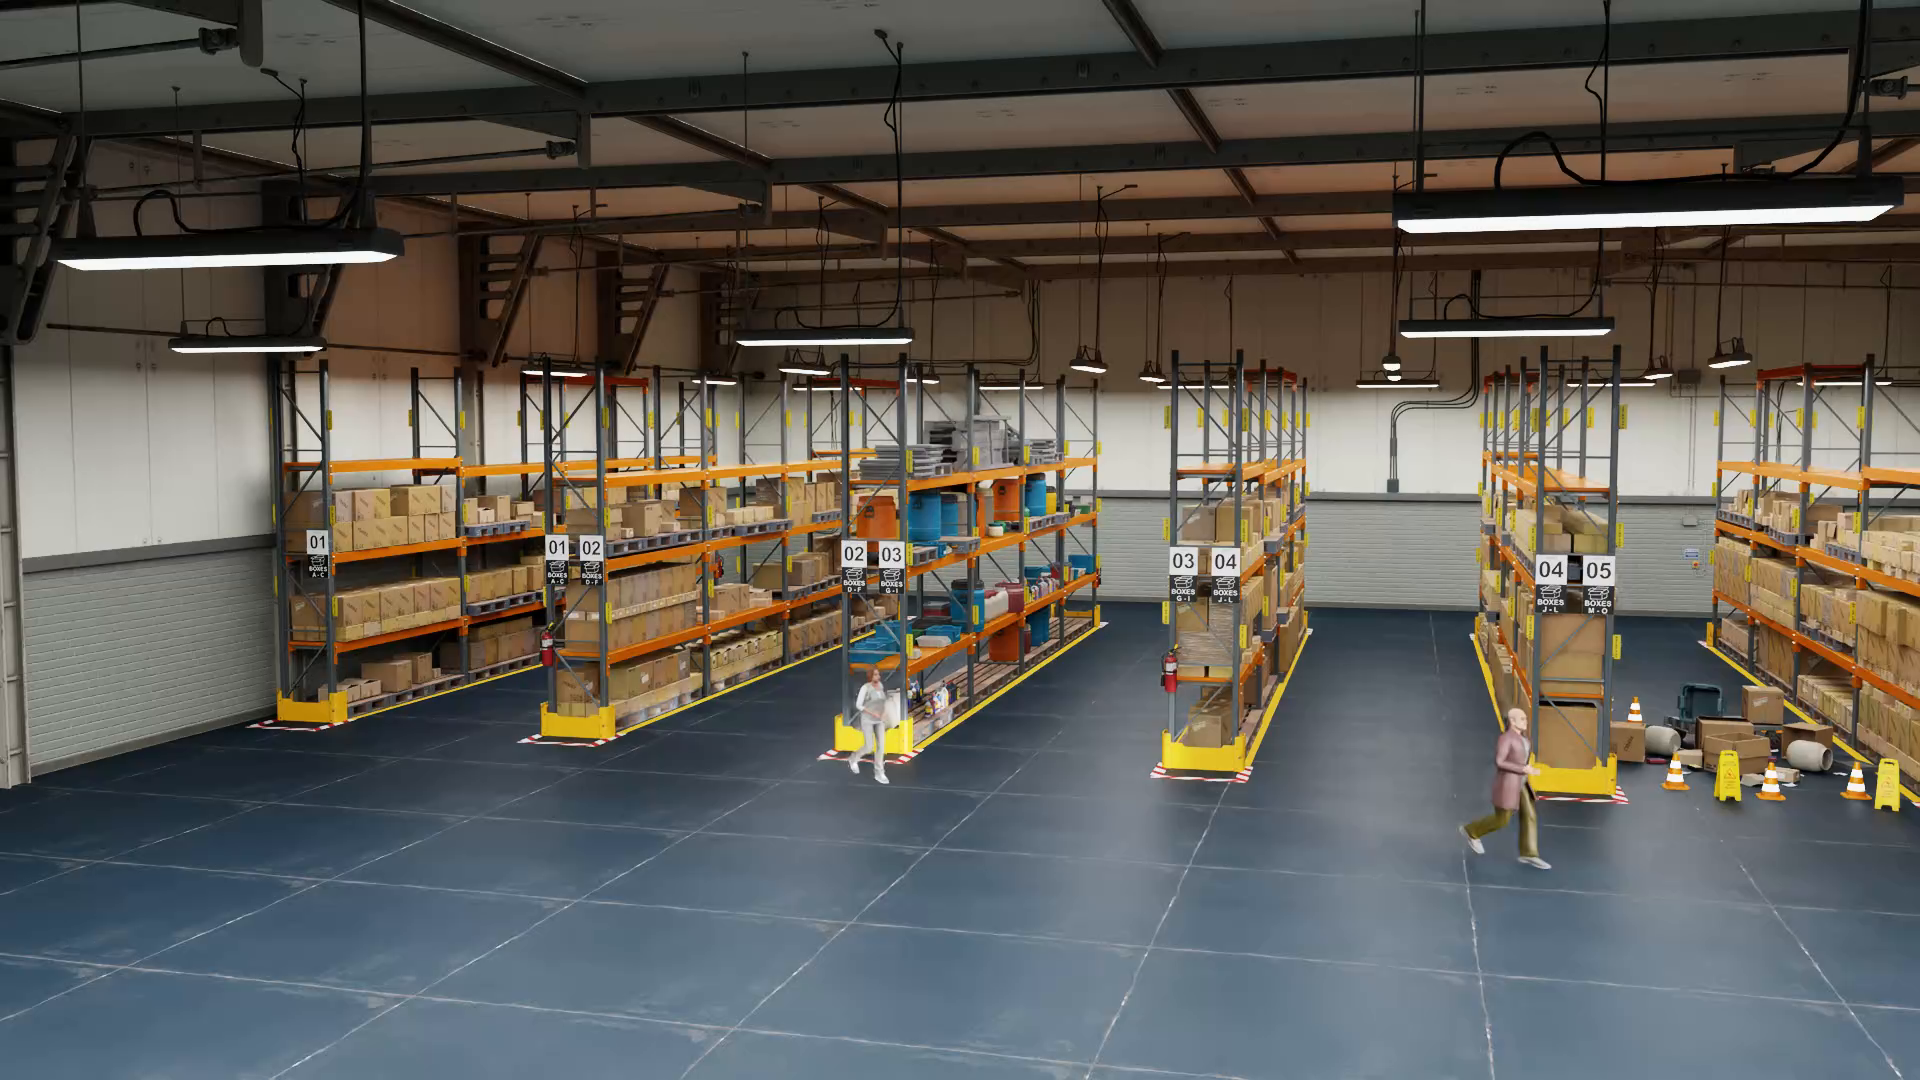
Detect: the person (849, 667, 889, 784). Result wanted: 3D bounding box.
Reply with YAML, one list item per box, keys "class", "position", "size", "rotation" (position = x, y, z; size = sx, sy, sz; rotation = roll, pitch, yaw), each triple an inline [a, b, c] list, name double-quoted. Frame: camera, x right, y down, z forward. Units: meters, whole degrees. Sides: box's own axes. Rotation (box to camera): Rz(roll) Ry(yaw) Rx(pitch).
- class: "person"
  position: [-1.239, 2.550, 23.139]
  size: [0.566, 1.606, 0.745]
  rotation: [-4, 6, -43]

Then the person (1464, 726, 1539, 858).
- class: "person"
  position: [6.136, 2.834, 18.774]
  size: [0.836, 1.439, 0.689]
  rotation: [4, 6, 45]
